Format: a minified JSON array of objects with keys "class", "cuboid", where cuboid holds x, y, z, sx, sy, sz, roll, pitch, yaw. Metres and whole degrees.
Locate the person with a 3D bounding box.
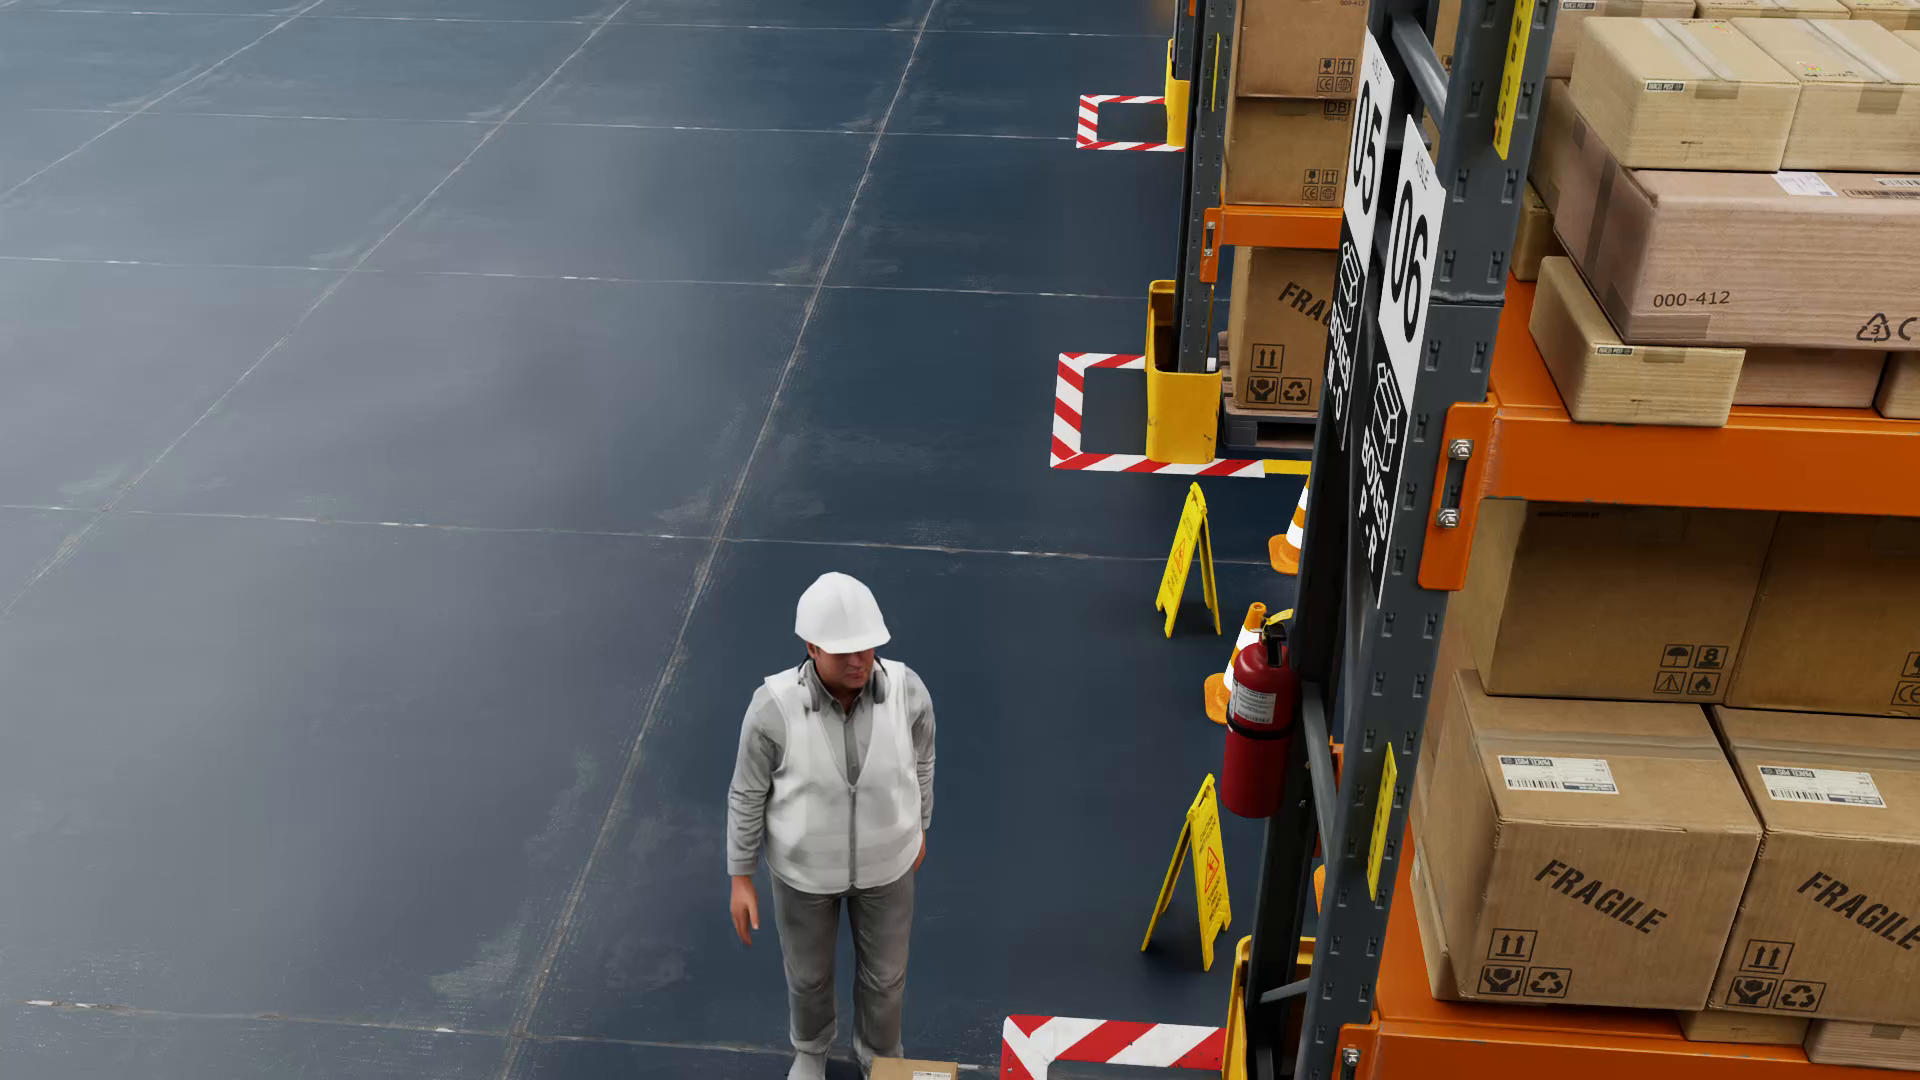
[{"class":"person","cuboid":[-0.343,0.911,4.619,0.615,1.787,0.447,-7,32,-12]}]
